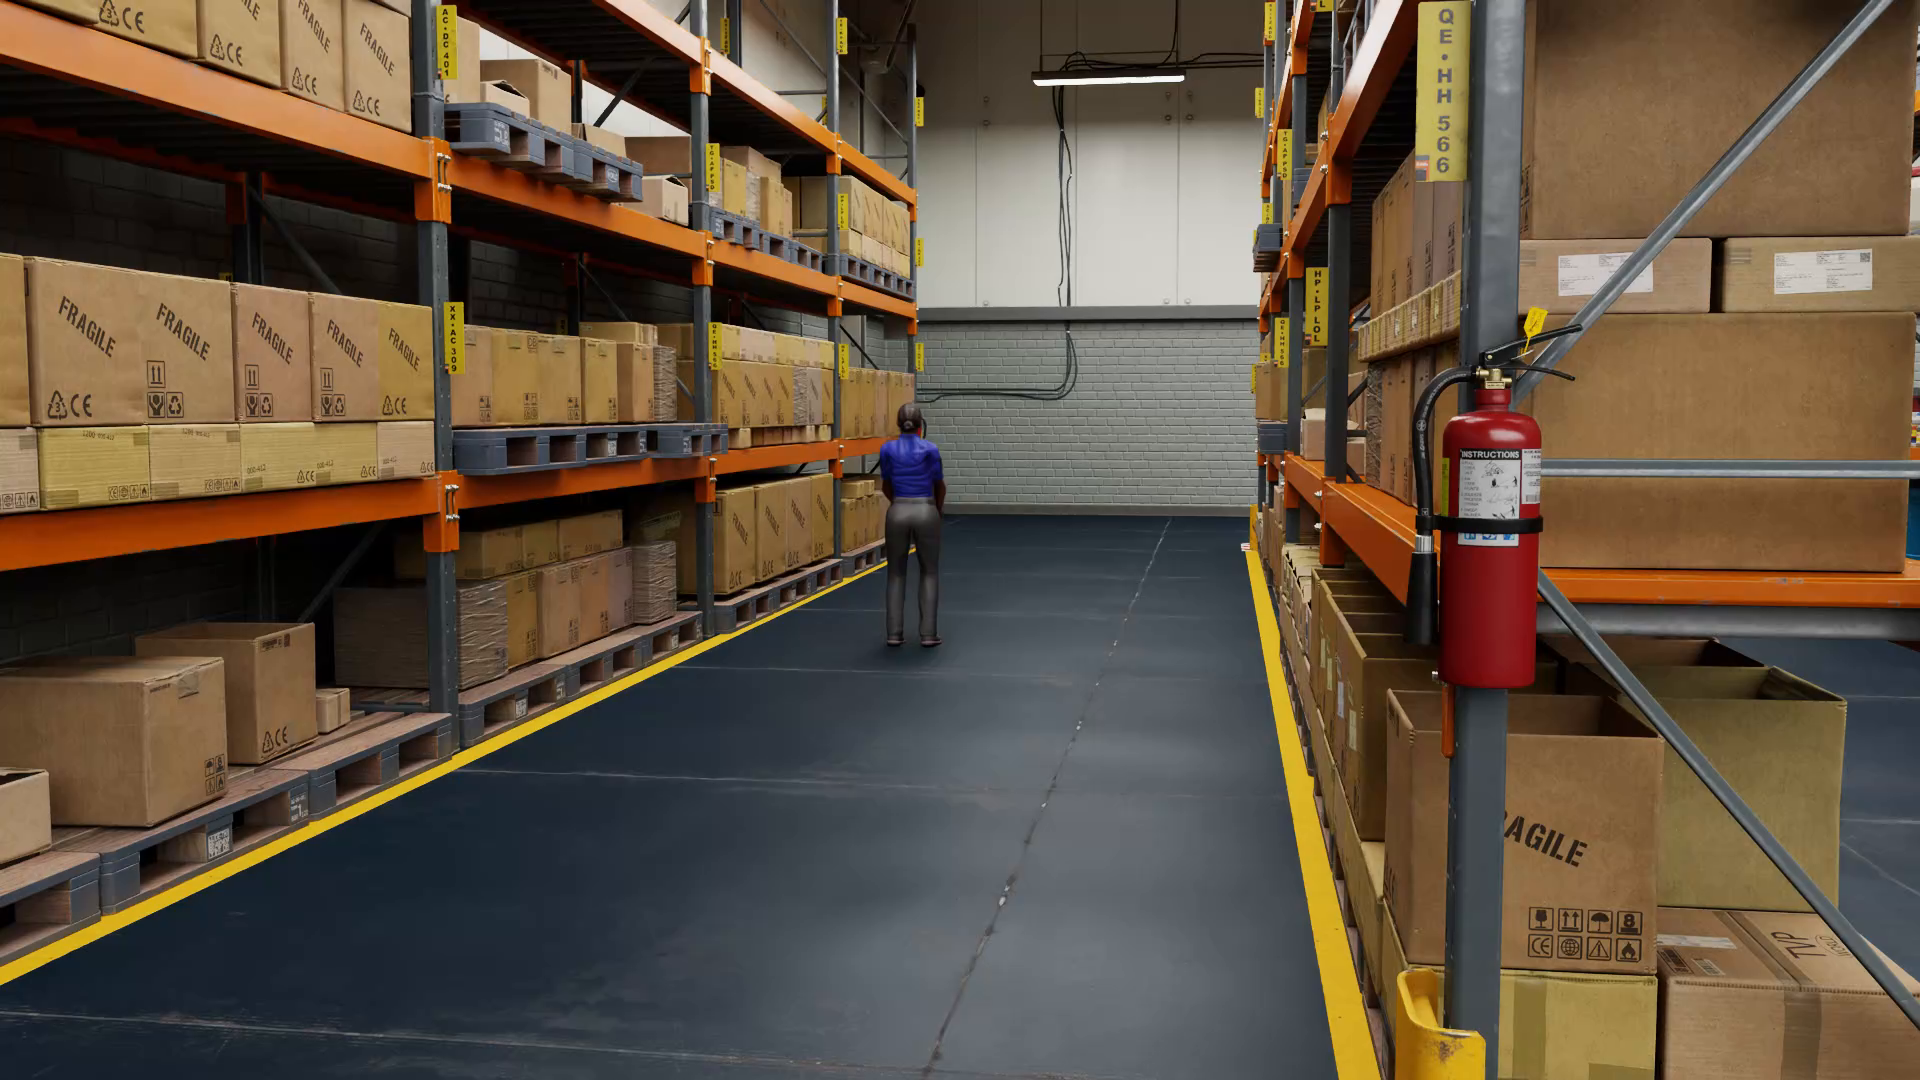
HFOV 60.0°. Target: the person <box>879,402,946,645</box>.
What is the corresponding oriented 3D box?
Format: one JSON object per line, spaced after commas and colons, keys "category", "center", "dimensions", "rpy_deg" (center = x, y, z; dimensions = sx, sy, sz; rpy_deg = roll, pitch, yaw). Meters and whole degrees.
{"category": "person", "center": [-0.309, -0.112, 11.390], "dimensions": [0.445, 1.656, 0.502], "rpy_deg": [1, 5, 9]}
